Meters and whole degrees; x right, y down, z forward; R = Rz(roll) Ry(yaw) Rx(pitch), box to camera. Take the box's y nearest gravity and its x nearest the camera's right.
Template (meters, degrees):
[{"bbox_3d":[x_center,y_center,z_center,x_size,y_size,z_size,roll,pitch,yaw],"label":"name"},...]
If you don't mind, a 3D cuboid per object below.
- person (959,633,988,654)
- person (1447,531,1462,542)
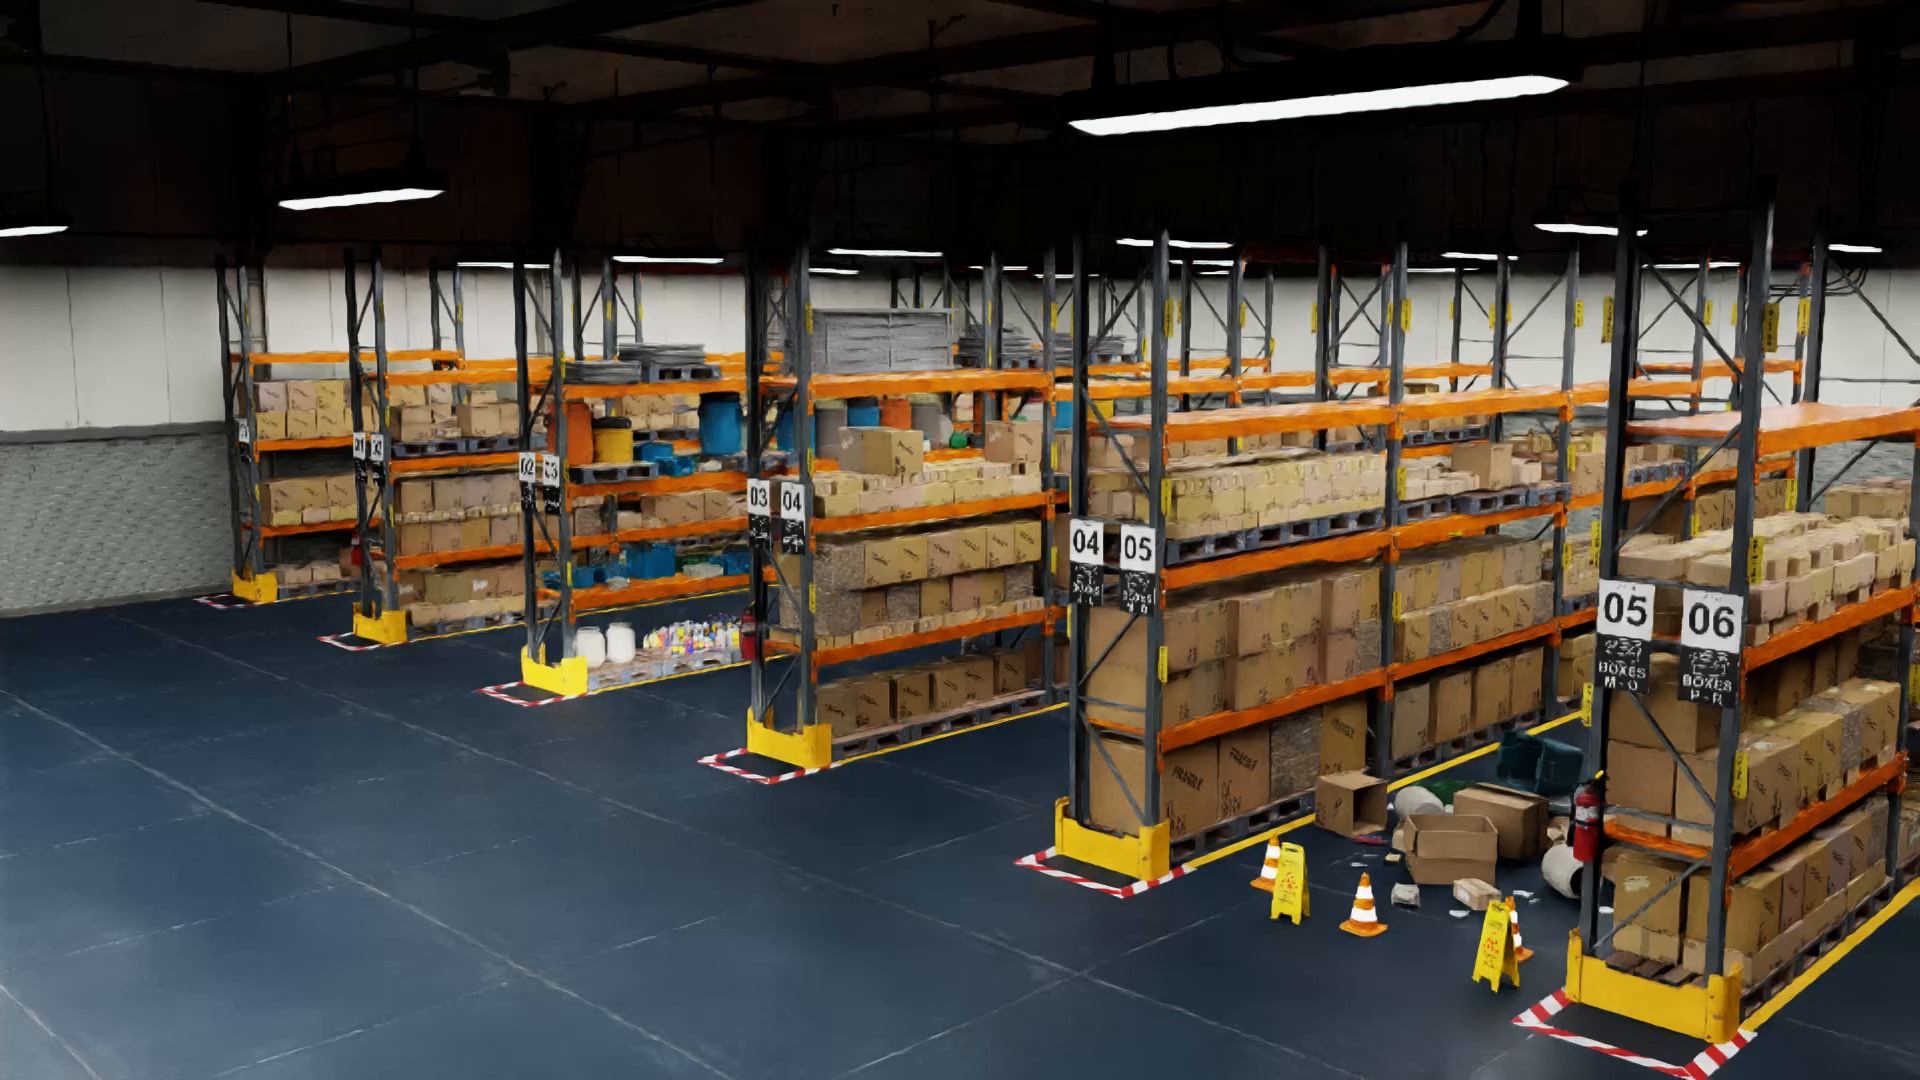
[{"bbox_3d":[0.090,1.048,23.035,1.106,1.703,0.568,-7,11,-41],"label":"person"},{"bbox_3d":[7.817,0.622,26.195,0.719,1.714,0.578,8,11,43],"label":"person"}]
